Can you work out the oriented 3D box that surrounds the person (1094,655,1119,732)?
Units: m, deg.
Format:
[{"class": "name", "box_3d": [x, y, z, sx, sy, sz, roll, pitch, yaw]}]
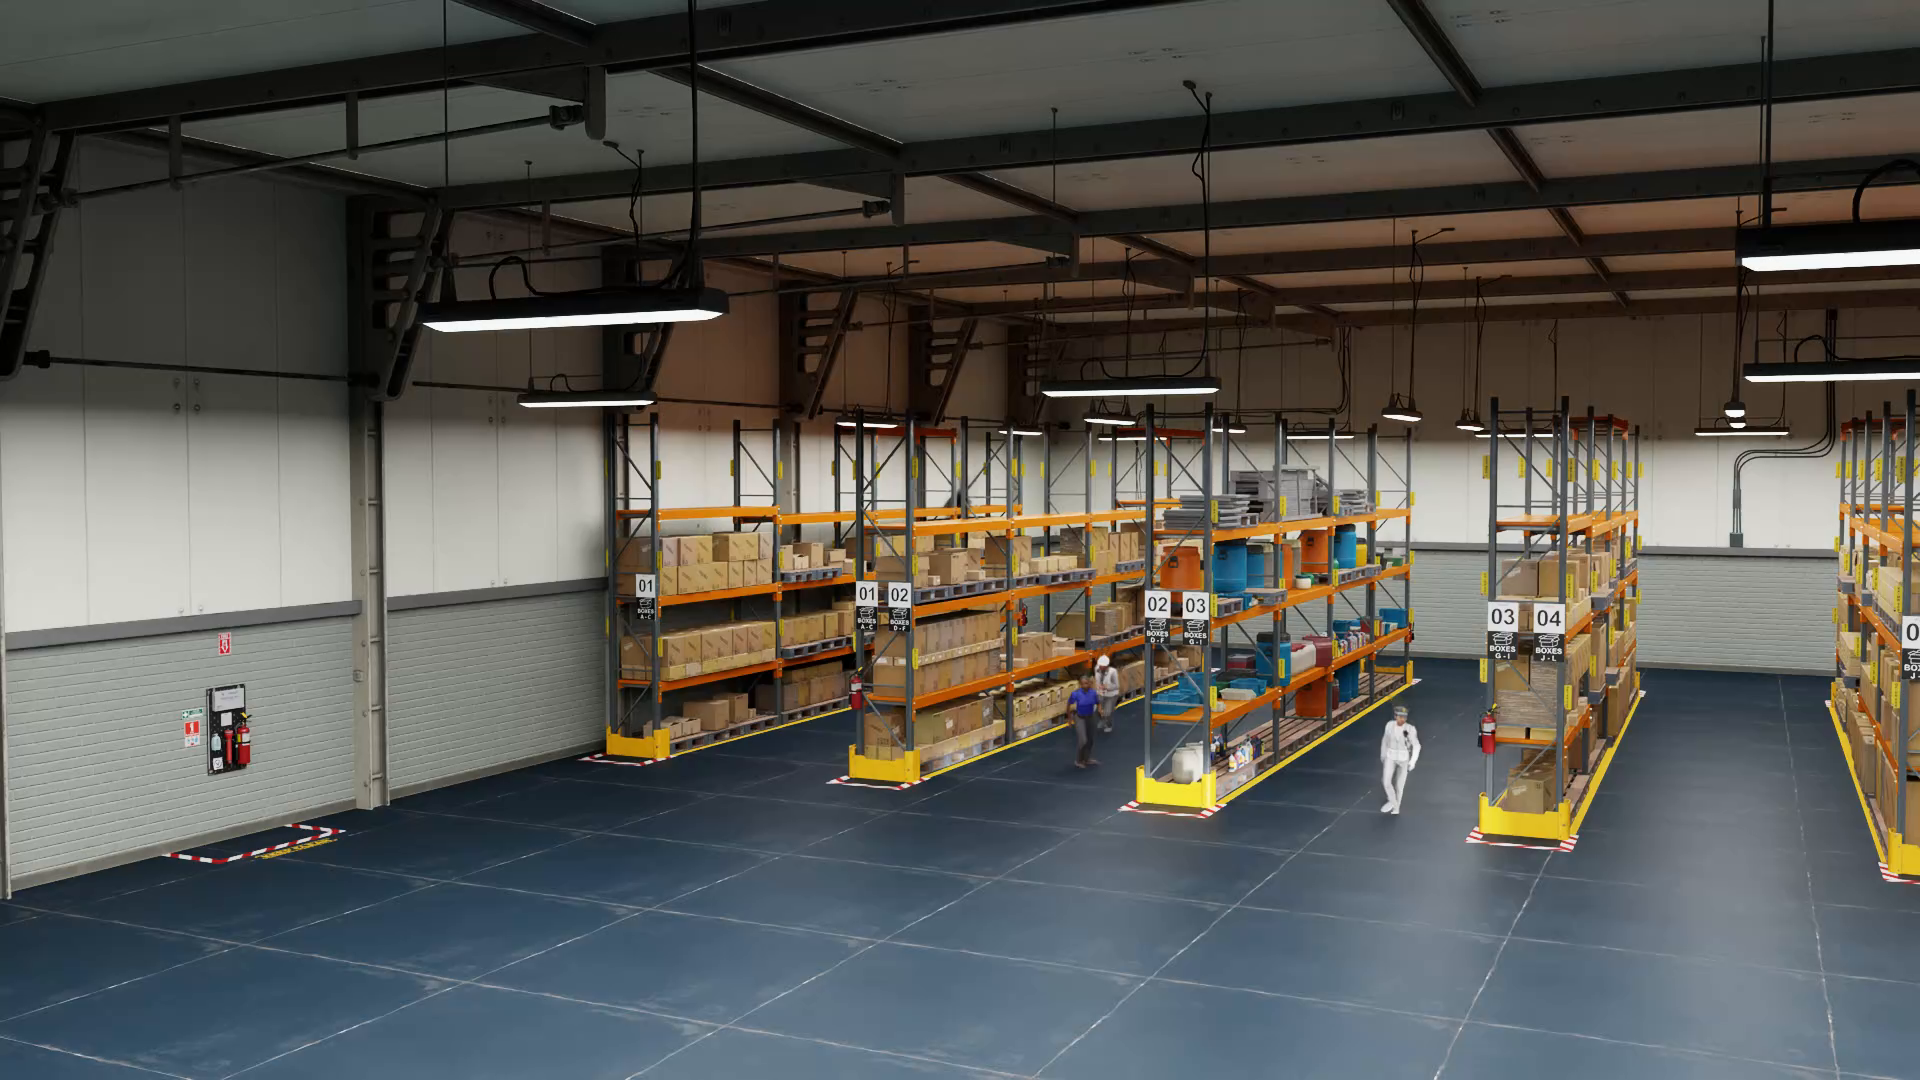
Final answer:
[{"class": "person", "box_3d": [2.749, 2.903, 31.361, 0.665, 1.535, 1.005, 1, 3, 27]}]

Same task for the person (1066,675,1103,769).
[{"class": "person", "box_3d": [2.135, 3.128, 27.967, 0.624, 1.518, 0.811, -1, 3, -27]}]

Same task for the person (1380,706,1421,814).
[{"class": "person", "box_3d": [6.335, 3.177, 23.950, 0.585, 1.605, 0.697, 1, 3, 18]}]
